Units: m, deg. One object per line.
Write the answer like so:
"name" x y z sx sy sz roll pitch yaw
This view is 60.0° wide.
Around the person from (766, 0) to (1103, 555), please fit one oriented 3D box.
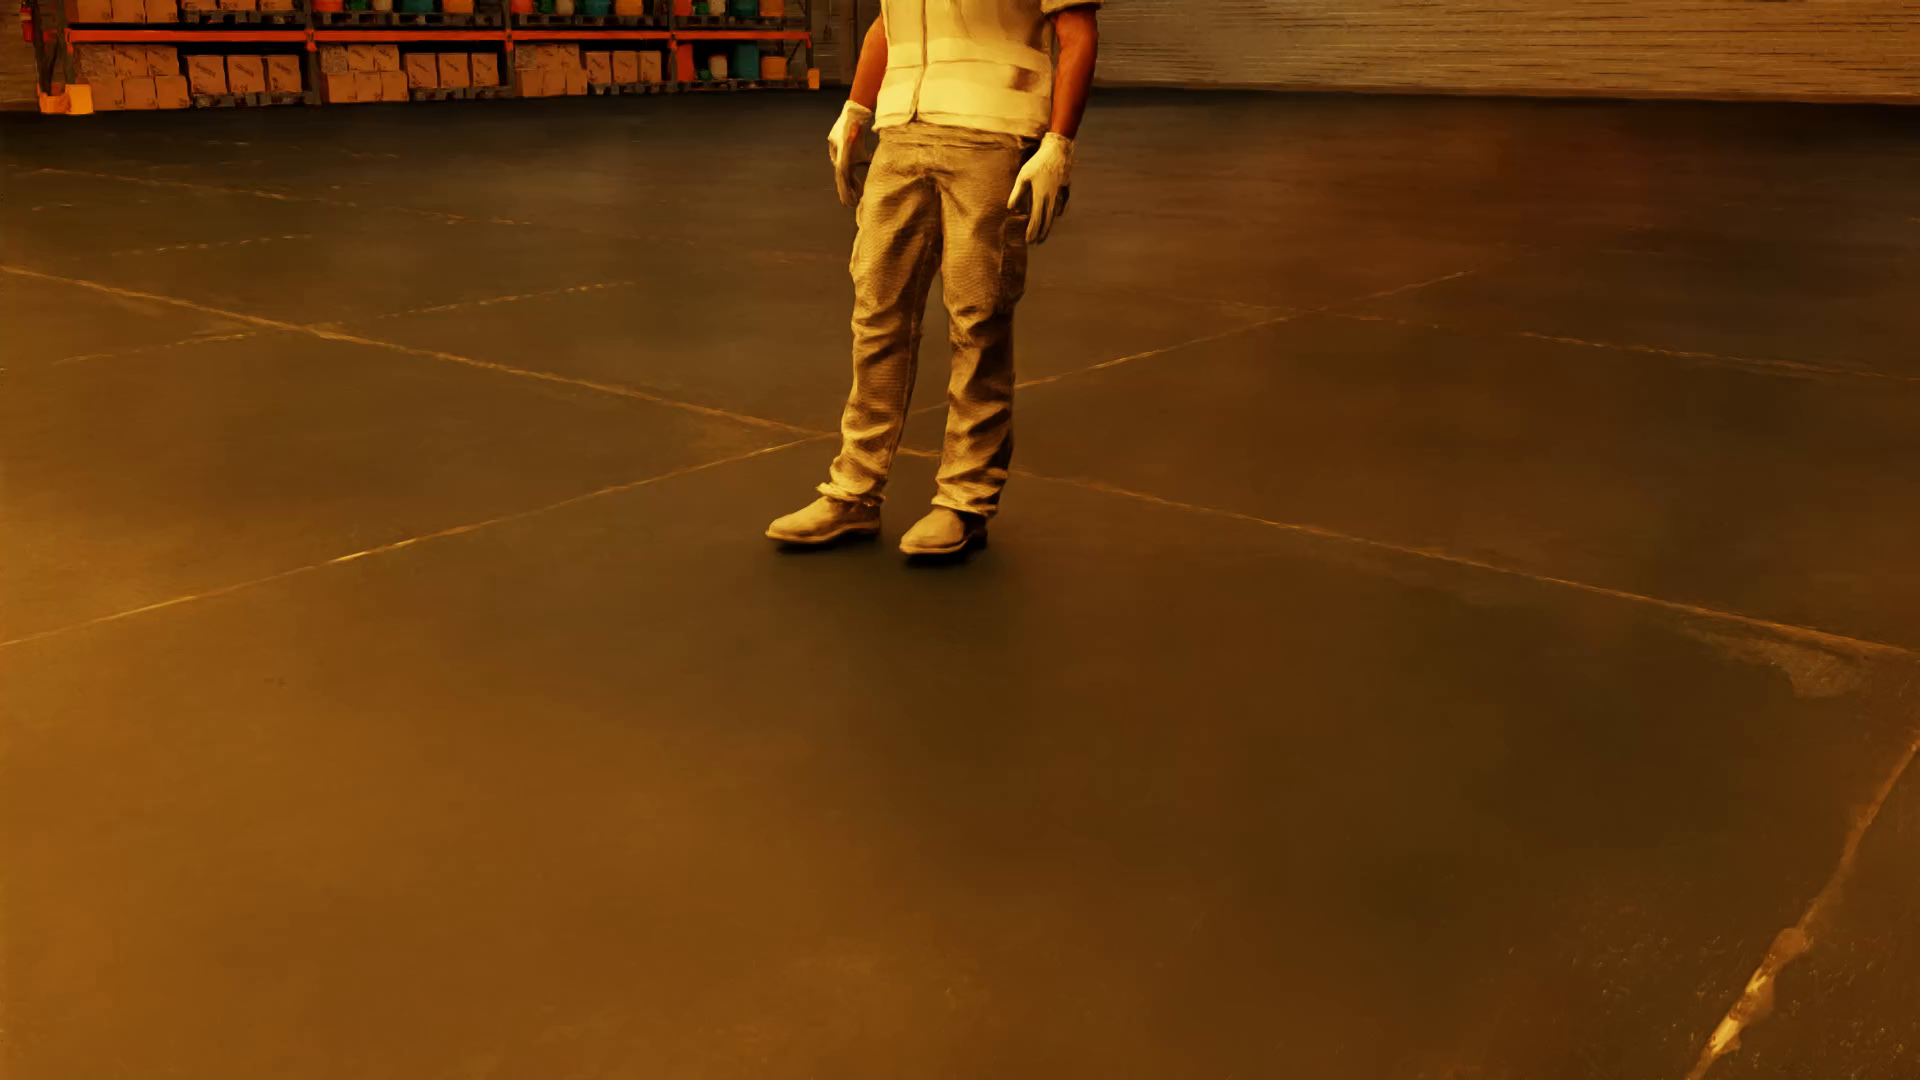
"person" -0.052 -0.845 3.633 0.655 1.782 0.576 13 21 37
